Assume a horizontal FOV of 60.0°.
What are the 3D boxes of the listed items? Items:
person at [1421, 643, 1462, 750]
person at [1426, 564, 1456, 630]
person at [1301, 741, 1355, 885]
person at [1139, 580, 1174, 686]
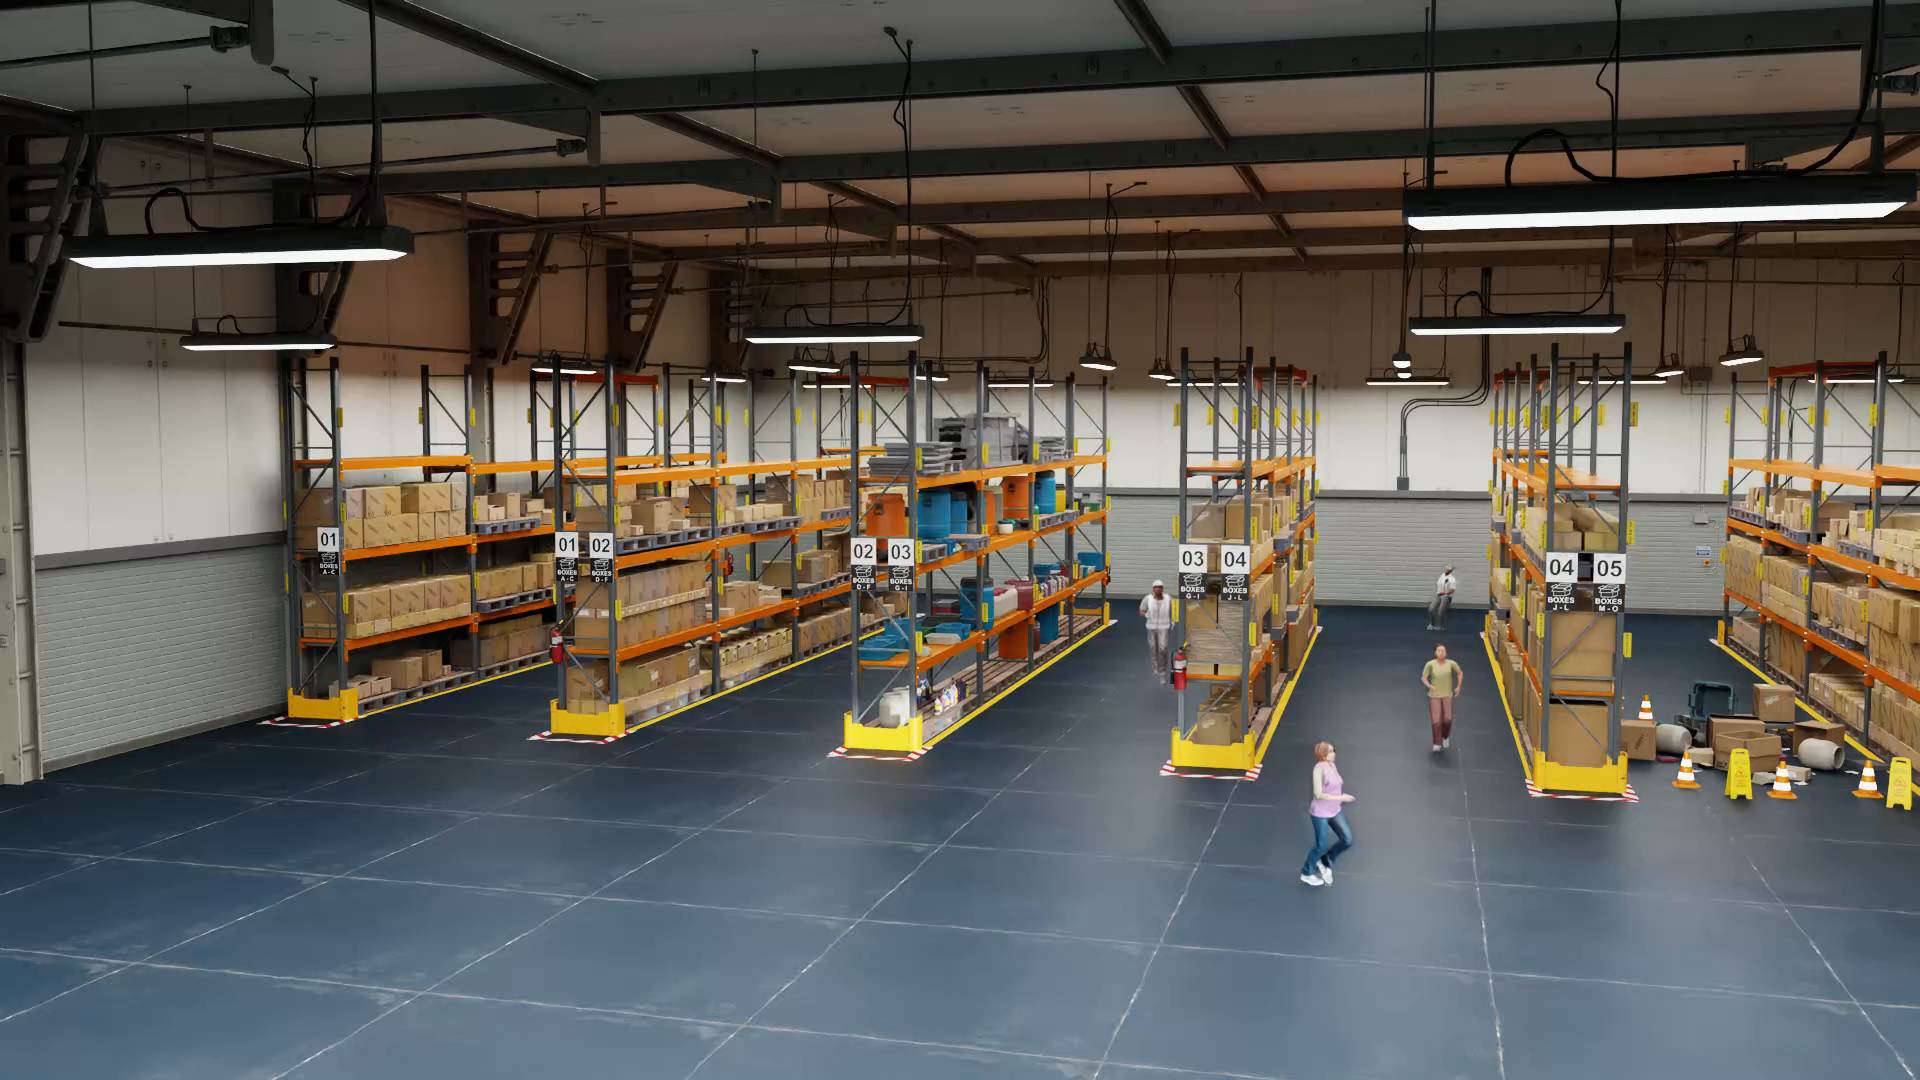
[{"bbox_3d":[7.213,2.355,24.882,0.606,1.630,0.544,1,4,11],"label":"person"},{"bbox_3d":[11.250,1.343,38.897,0.624,1.620,0.761,-3,5,-36],"label":"person"},{"bbox_3d":[3.907,2.908,17.633,0.623,1.566,0.512,4,6,44],"label":"person"},{"bbox_3d":[3.547,1.660,29.915,0.659,1.889,0.739,1,4,11],"label":"person"}]
